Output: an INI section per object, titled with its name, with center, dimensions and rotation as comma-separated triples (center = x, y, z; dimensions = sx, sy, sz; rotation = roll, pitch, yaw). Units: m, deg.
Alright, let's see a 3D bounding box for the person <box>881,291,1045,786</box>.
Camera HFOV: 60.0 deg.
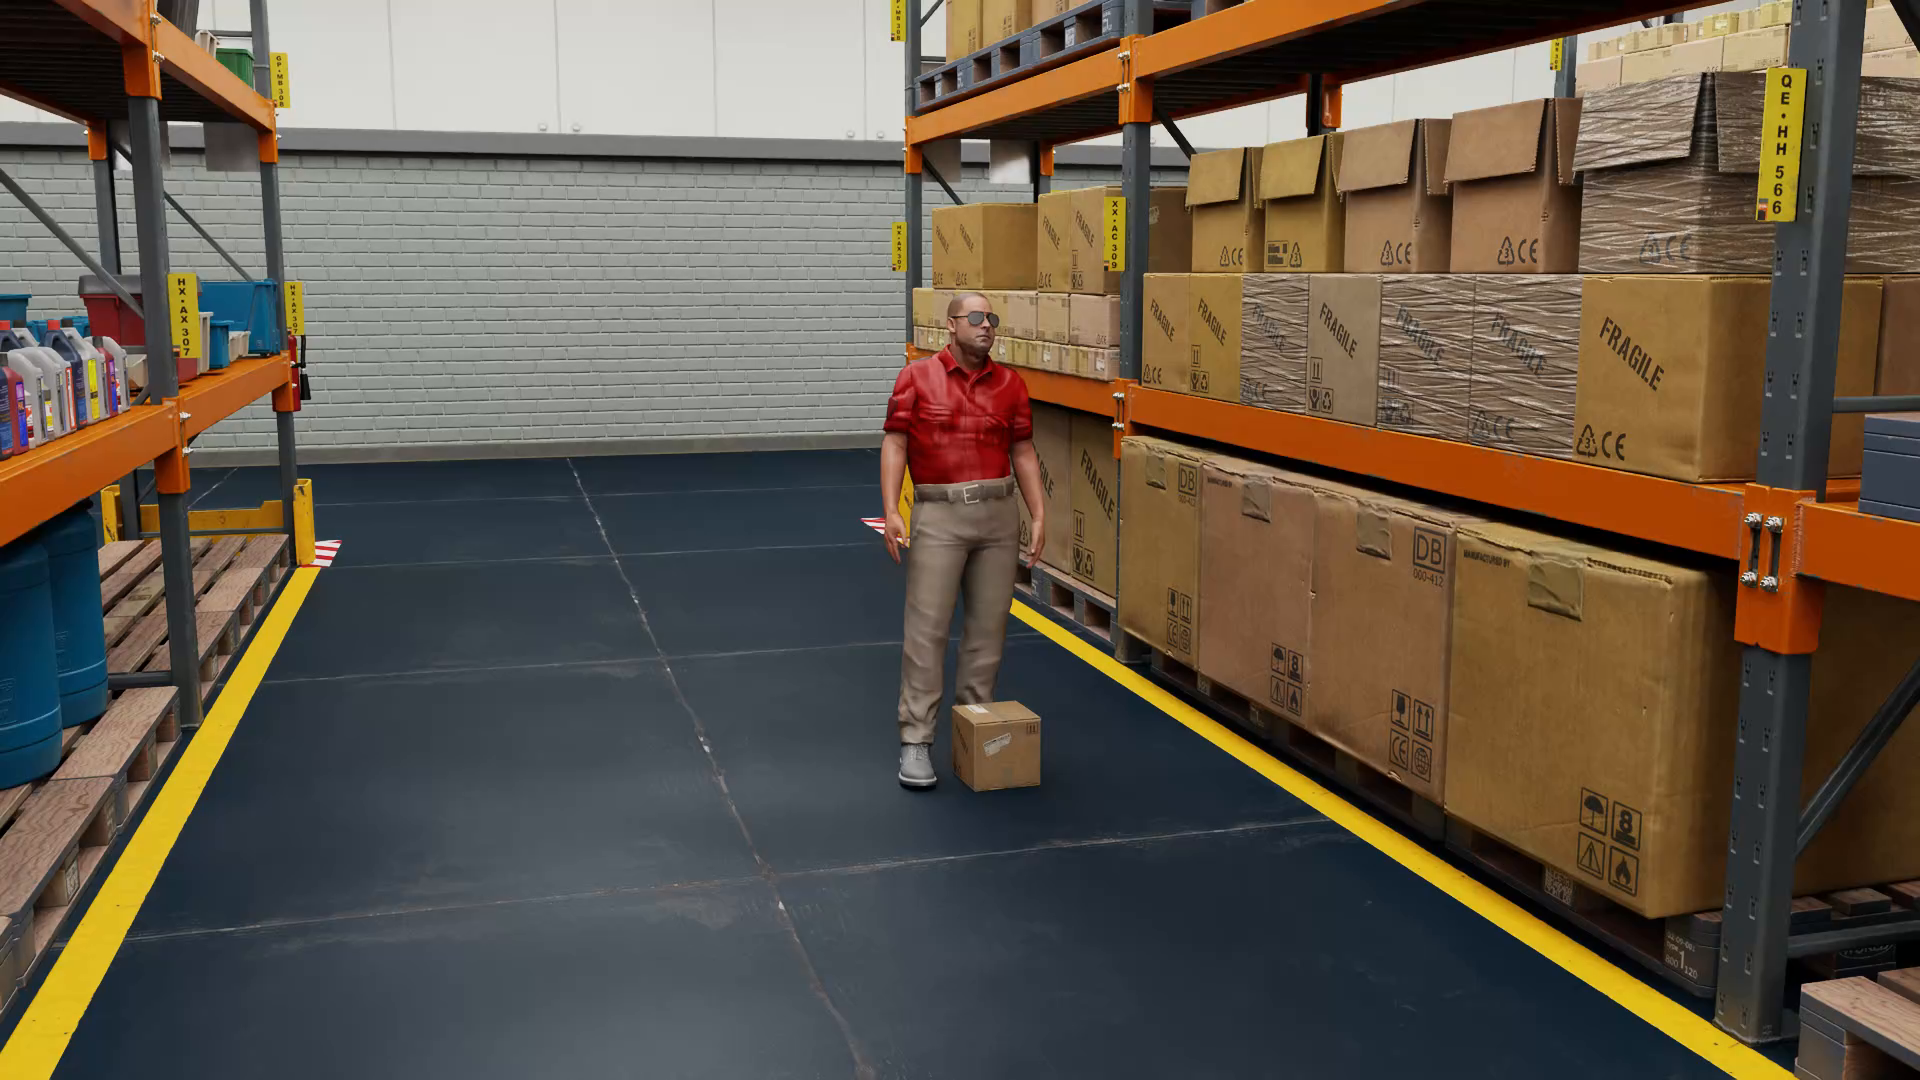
[person]
center = 0.036, -0.029, 6.042
dimensions = 0.640, 1.727, 0.550
rotation = -3, 10, -18
